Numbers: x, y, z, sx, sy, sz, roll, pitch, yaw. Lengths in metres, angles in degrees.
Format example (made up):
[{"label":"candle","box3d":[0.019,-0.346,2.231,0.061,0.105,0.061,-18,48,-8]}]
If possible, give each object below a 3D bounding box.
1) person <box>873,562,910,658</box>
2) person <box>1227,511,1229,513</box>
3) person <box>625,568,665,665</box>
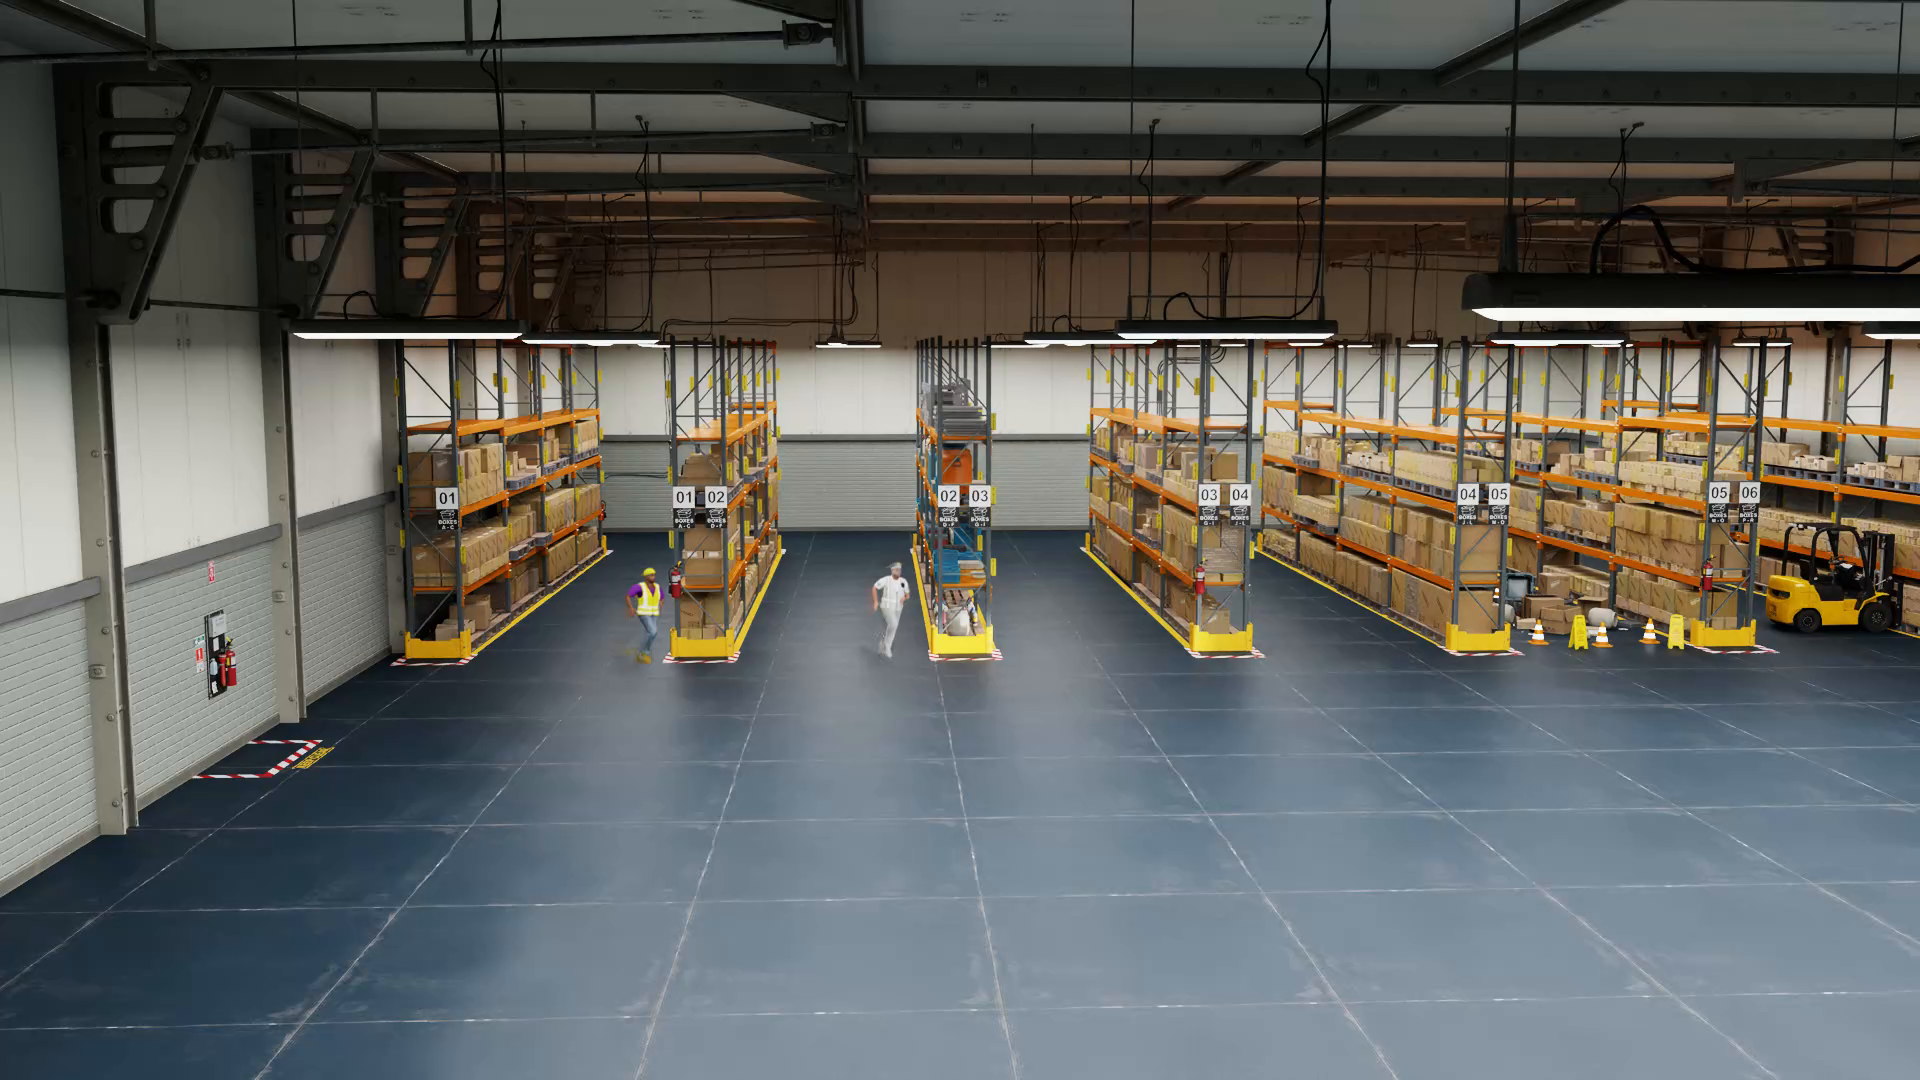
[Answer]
[{"label":"person","box3d":[-1.249,1.298,31.324,0.658,1.757,0.677,-4,8,-31]},{"label":"person","box3d":[7.407,-0.560,48.292,0.643,1.655,0.584,-6,9,-43]},{"label":"person","box3d":[-5.698,1.384,30.559,0.644,1.734,0.680,6,9,42]}]
